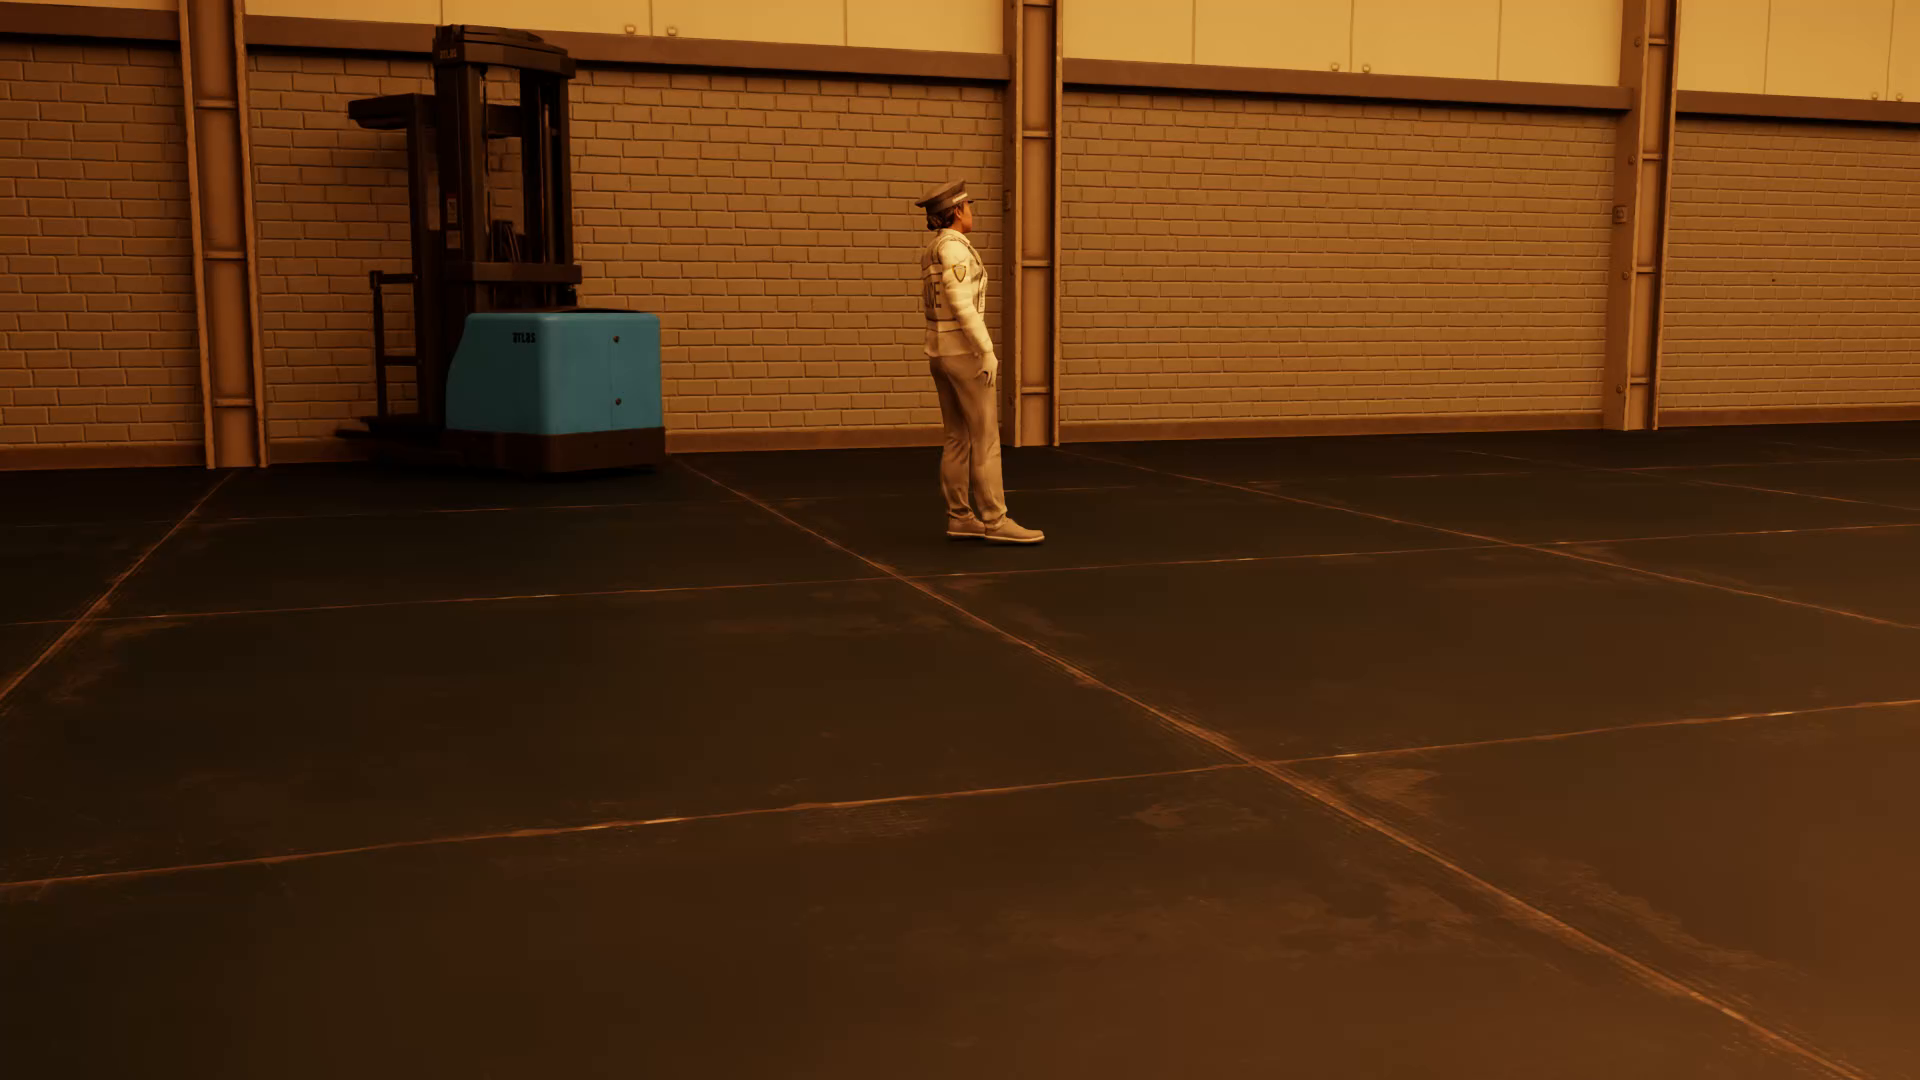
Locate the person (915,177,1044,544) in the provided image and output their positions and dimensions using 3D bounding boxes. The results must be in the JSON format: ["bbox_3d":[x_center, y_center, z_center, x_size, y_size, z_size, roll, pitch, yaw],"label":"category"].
[{"bbox_3d":[0.068,-0.849,7.824,0.530,1.694,0.587,-3,8,-18],"label":"person"}]

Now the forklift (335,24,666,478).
[{"bbox_3d":[-3.481,-1.977,11.587,3.031,2.935,1.130,6,10,36],"label":"forklift"}]
